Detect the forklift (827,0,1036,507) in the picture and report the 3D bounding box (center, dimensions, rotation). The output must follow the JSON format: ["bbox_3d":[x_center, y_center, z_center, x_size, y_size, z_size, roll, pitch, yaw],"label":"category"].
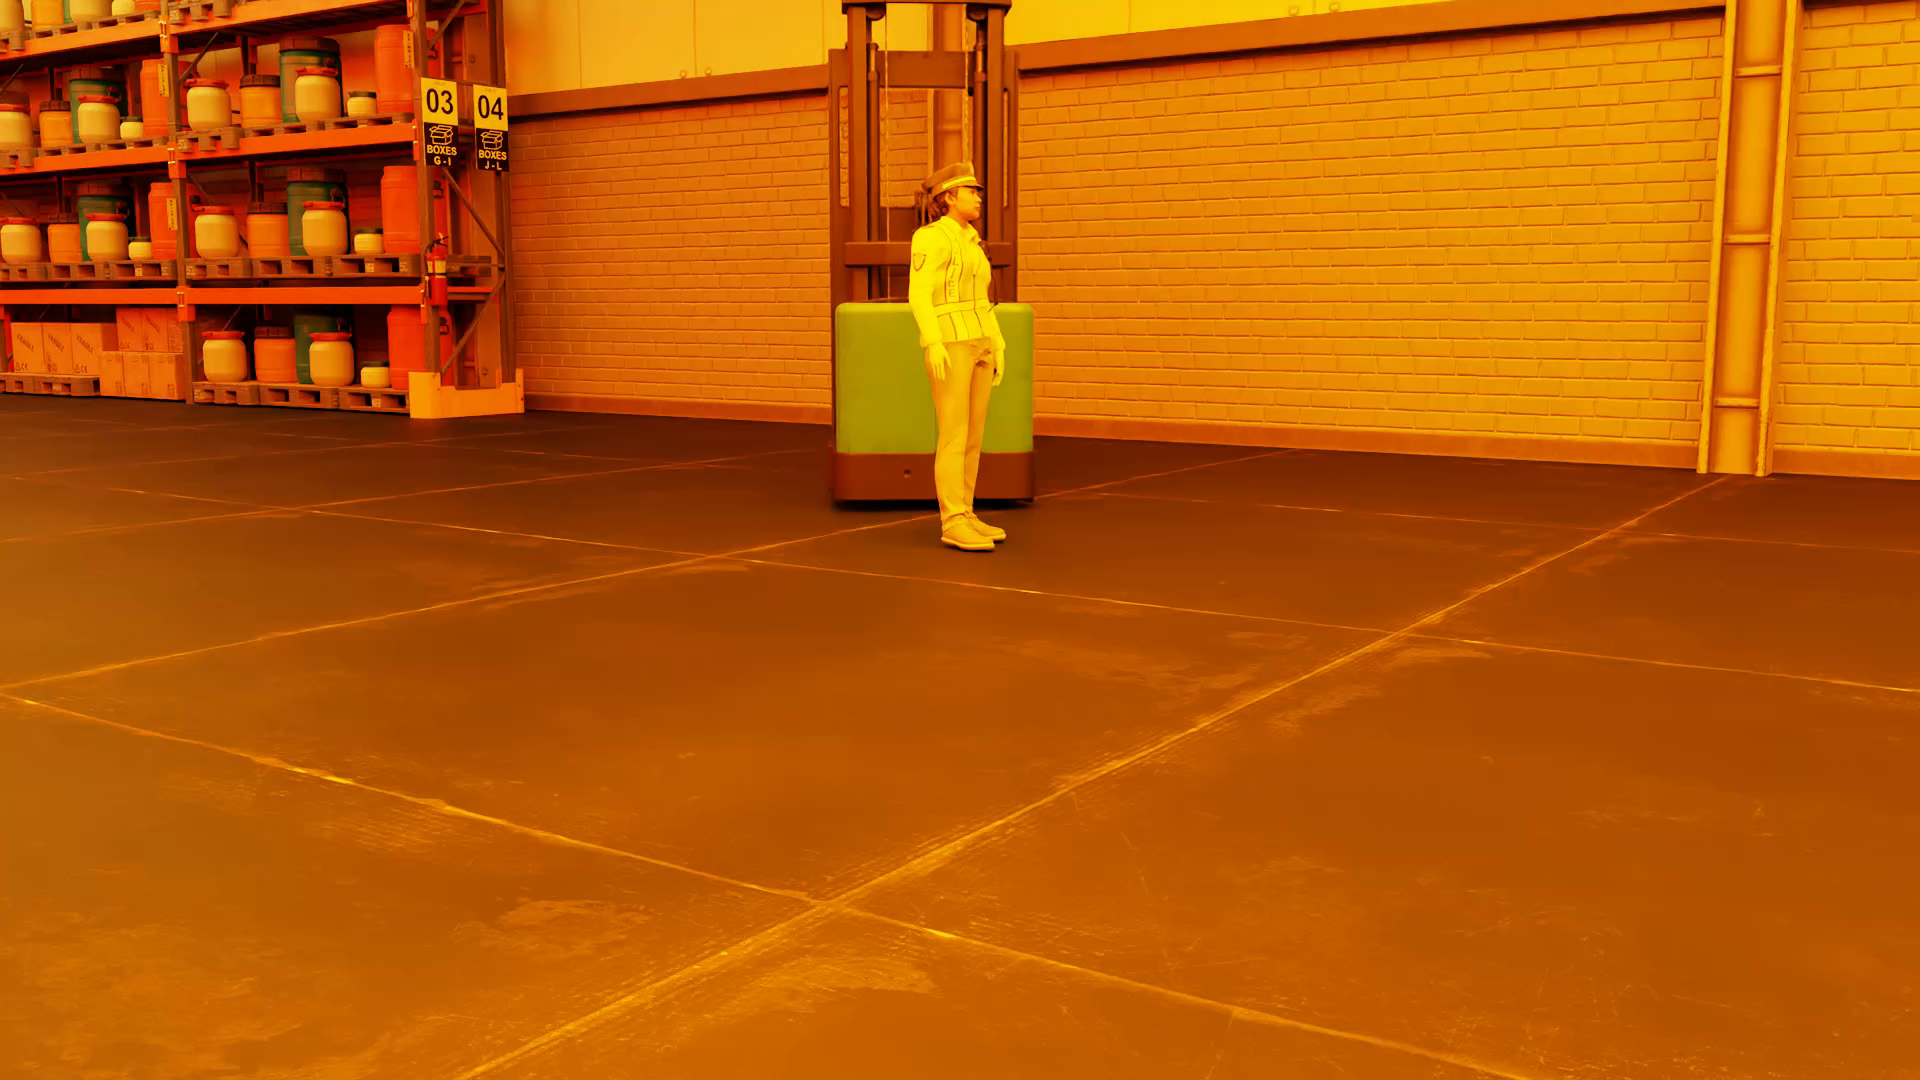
[{"bbox_3d":[-0.228,-1.801,9.856,1.130,2.935,3.031,-1,8,-4],"label":"forklift"}]

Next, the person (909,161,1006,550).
[{"bbox_3d":[0.054,-0.840,7.440,0.529,1.694,0.587,5,10,34],"label":"person"}]
